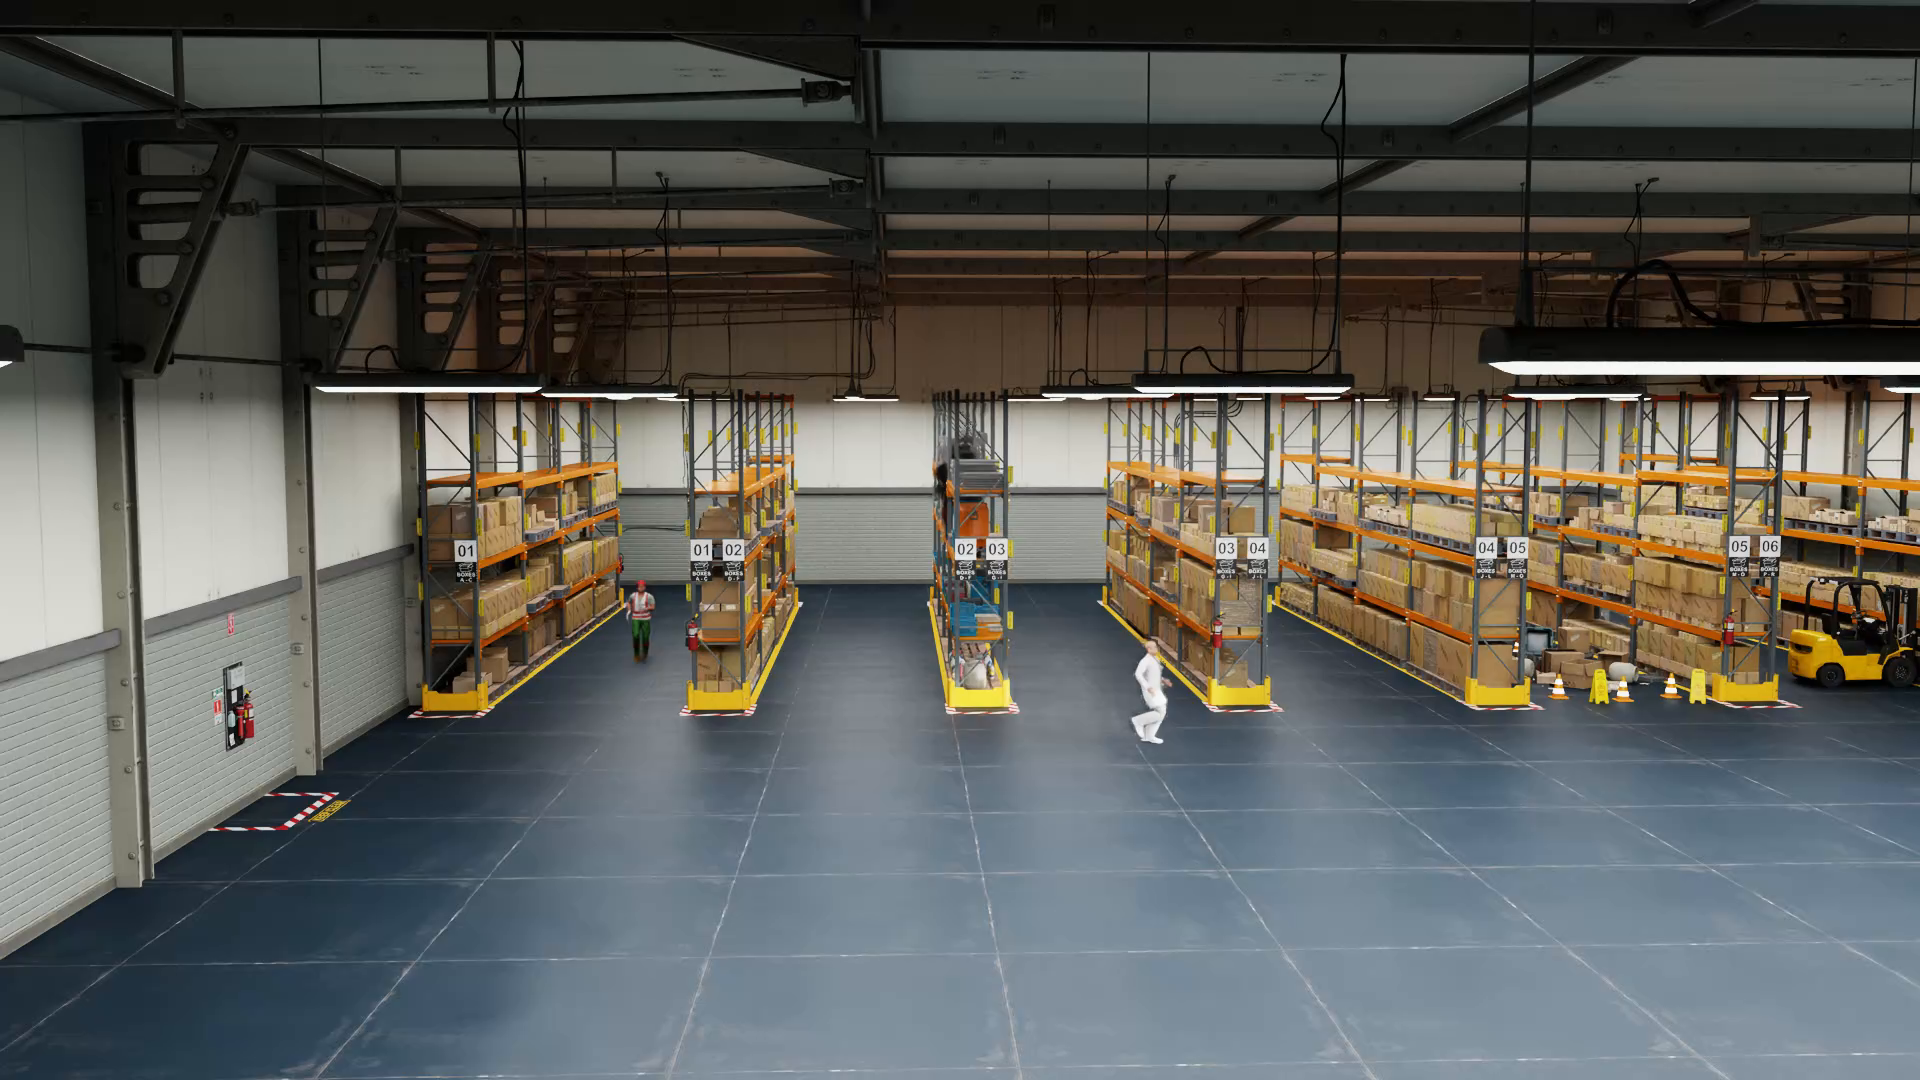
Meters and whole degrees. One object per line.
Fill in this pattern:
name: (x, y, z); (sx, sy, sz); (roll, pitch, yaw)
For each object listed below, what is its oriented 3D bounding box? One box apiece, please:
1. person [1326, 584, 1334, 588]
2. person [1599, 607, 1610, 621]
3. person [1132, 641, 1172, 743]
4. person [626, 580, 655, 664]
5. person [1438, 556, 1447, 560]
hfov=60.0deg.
person: (11.097, 0.883, 49.223); (0.581, 1.687, 0.696); (-1, 5, -7)
person: (16.707, 1.314, 43.255); (0.682, 1.752, 0.628); (-1, 5, -9)
person: (3.252, 2.572, 28.122); (0.635, 1.735, 0.708); (2, 5, 21)
person: (-7.099, 1.806, 36.994); (0.649, 1.828, 0.774); (-1, 5, -7)
person: (14.247, 0.883, 49.219); (0.541, 1.650, 0.581); (1, 5, 15)
